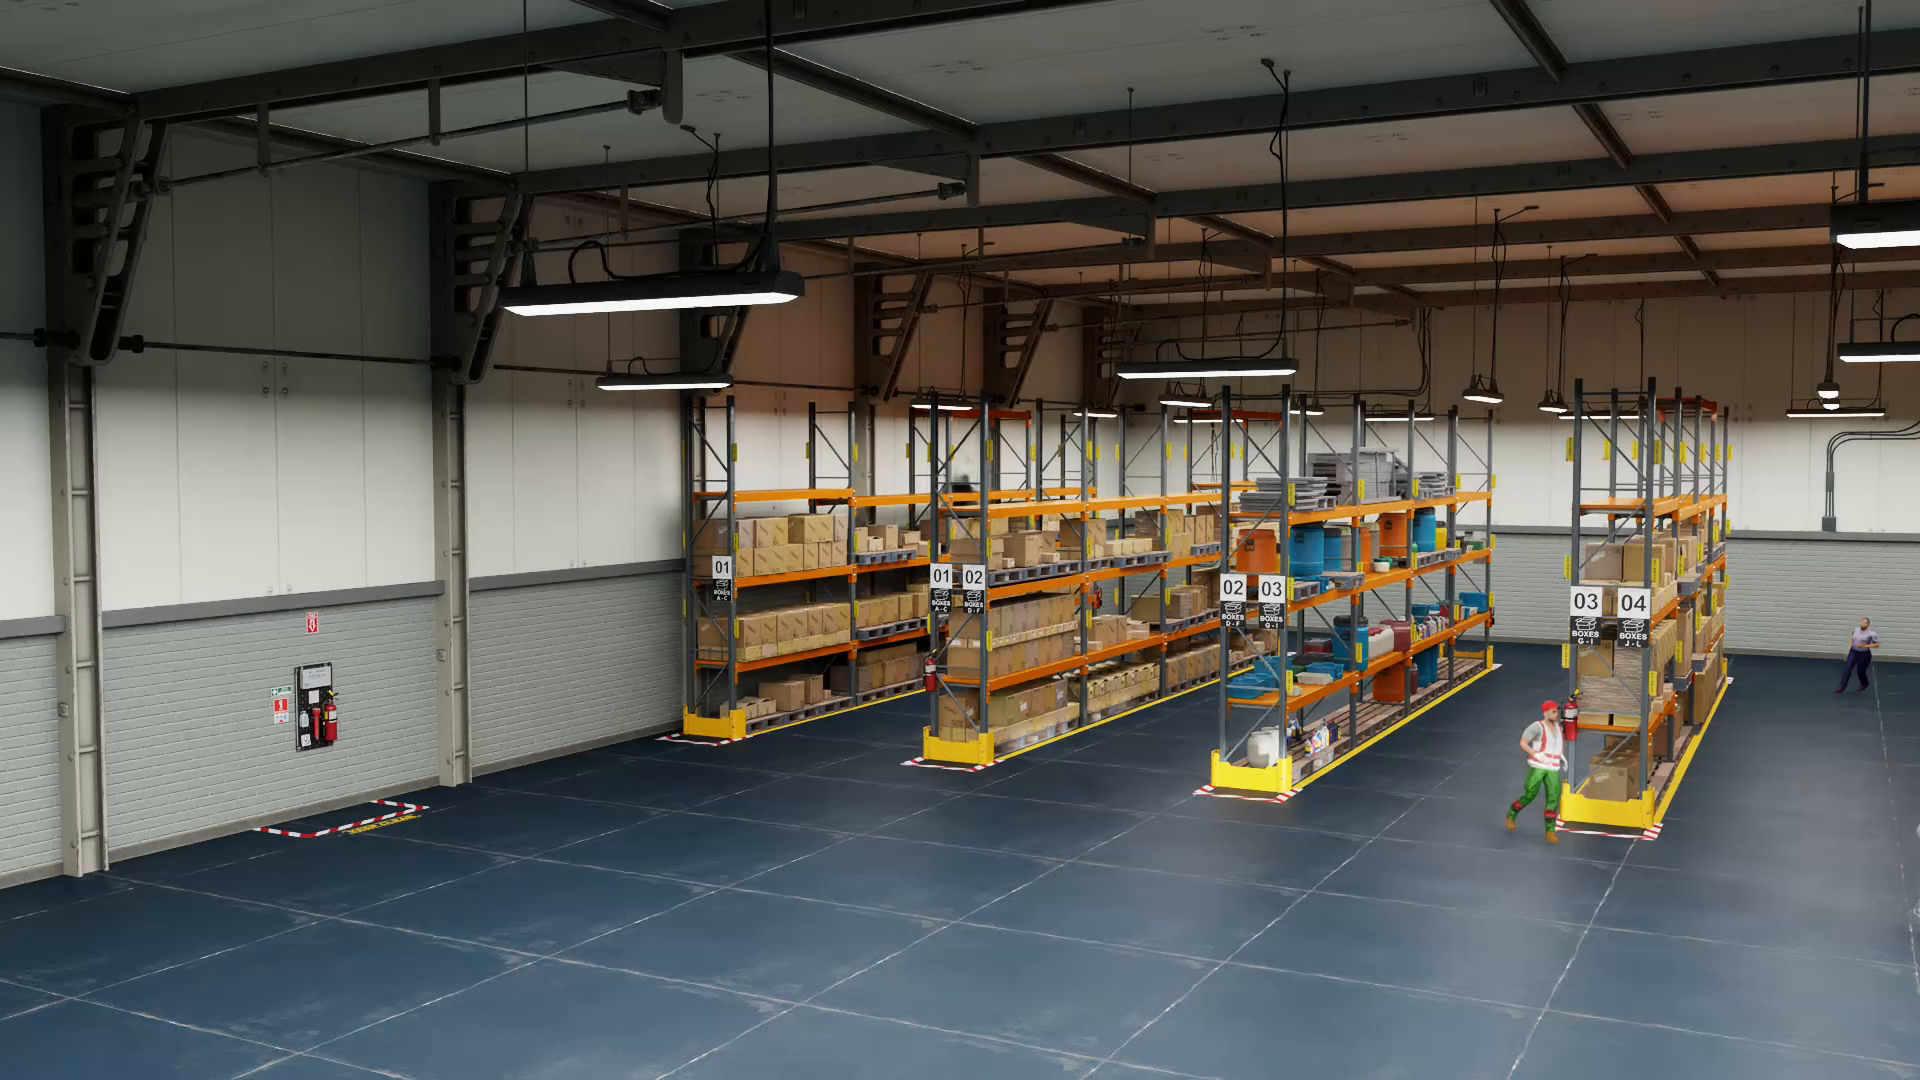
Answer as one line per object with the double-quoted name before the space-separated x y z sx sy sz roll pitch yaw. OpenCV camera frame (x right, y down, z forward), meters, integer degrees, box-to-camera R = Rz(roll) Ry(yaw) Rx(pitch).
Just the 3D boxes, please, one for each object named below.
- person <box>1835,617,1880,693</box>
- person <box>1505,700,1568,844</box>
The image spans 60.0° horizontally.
"person" 18.514 2.374 34.129 1.009 1.590 0.661 -2 4 -39
"person" 7.604 2.969 21.566 0.719 1.759 0.978 -1 3 -14
